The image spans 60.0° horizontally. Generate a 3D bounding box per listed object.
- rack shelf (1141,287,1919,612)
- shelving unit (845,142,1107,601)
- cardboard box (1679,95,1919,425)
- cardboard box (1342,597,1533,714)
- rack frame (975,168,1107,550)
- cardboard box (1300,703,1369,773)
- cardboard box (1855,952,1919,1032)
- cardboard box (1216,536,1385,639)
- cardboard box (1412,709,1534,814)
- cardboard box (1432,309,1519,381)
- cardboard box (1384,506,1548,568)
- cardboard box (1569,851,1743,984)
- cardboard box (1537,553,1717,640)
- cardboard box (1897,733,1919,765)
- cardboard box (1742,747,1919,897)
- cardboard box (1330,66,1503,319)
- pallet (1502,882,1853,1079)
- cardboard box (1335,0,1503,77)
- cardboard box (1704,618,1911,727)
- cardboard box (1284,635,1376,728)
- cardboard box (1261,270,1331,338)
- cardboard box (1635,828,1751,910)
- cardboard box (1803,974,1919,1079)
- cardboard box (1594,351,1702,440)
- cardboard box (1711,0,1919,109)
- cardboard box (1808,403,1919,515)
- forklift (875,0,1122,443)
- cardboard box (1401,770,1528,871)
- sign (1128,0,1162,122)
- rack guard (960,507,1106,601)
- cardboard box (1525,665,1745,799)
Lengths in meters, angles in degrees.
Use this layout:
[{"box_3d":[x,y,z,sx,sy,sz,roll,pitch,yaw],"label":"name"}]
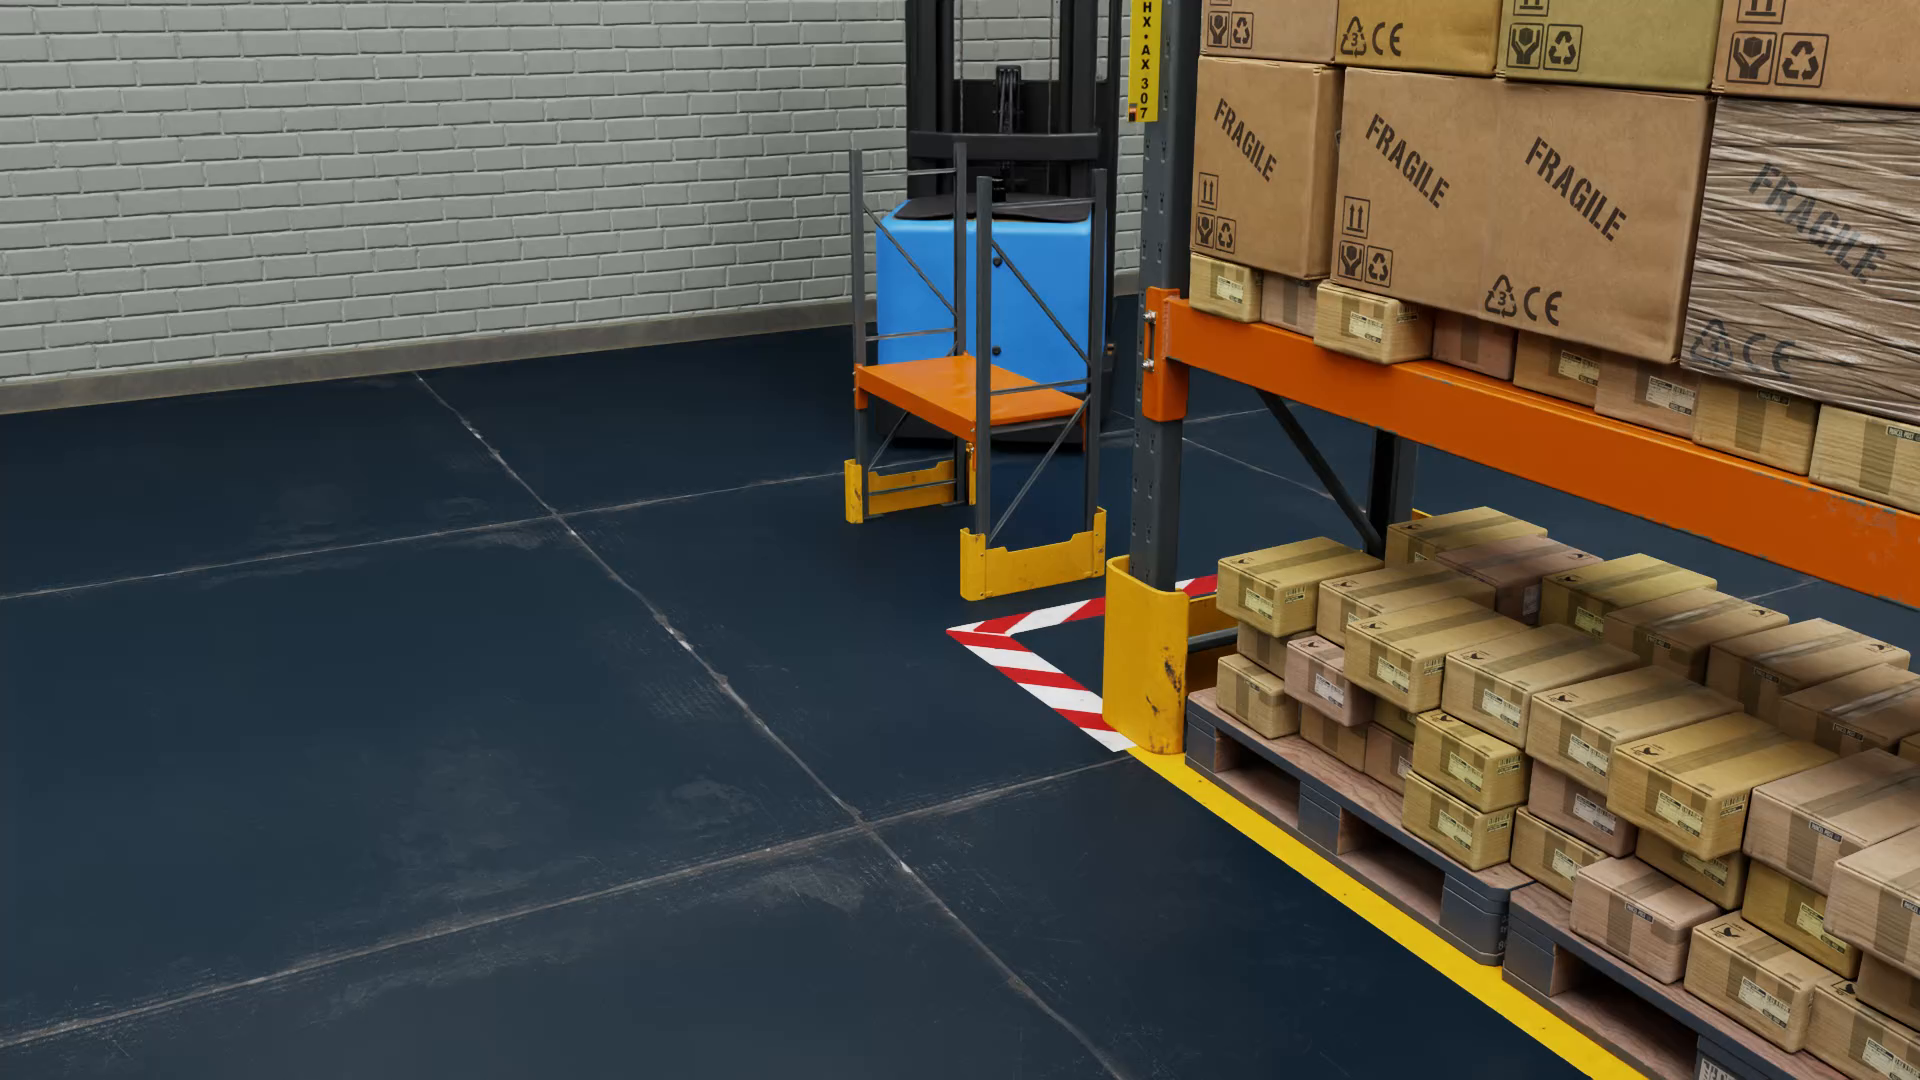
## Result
[{"box_3d":[1.918,-0.033,3.233,1.077,0.370,4.000,-10,21,-27],"label":"rack shelf"},{"box_3d":[0.036,-0.687,6.323,0.587,1.500,1.083,-10,21,-27],"label":"shelving unit"},{"box_3d":[1.684,-0.526,2.949,0.500,0.500,0.500,-11,22,-28],"label":"cardboard box"},{"box_3d":[1.162,0.276,4.048,0.380,0.149,0.250,-10,21,-27],"label":"cardboard box"},{"box_3d":[0.282,-0.539,5.893,0.500,1.500,0.032,-10,21,-27],"label":"rack frame"},{"box_3d":[1.132,0.464,4.415,0.380,0.149,0.250,-10,21,-27],"label":"cardboard box"},{"box_3d":[1.876,0.781,3.041,0.380,0.149,0.250,-11,22,-29],"label":"cardboard box"},{"box_3d":[0.918,0.123,4.490,0.380,0.149,0.250,-11,22,-29],"label":"cardboard box"},{"box_3d":[1.292,0.485,3.897,0.380,0.149,0.250,-9,21,-25],"label":"cardboard box"},{"box_3d":[1.315,-0.480,3.808,0.380,0.149,0.250,-9,21,-24],"label":"cardboard box"},{"box_3d":[1.443,0.033,4.752,0.380,0.149,0.250,-10,21,-26],"label":"cardboard box"},{"box_3d":[1.528,0.768,3.534,0.380,0.149,0.250,-11,22,-29],"label":"cardboard box"},{"box_3d":[1.746,0.169,4.359,0.380,0.149,0.250,-11,22,-28],"label":"cardboard box"},{"box_3d":[2.167,0.485,3.442,0.380,0.149,0.250,-10,21,-26],"label":"cardboard box"},{"box_3d":[1.764,0.555,3.238,0.380,0.149,0.250,-10,21,-27],"label":"cardboard box"},{"box_3d":[1.215,-0.814,3.783,0.500,0.500,0.500,-10,21,-27],"label":"cardboard box"},{"box_3d":[1.935,0.981,3.465,1.003,0.211,1.213,-10,21,-27],"label":"pallet"},{"box_3d":[1.193,-1.294,3.642,0.500,0.500,0.500,-9,21,-25],"label":"cardboard box"},{"box_3d":[1.990,0.321,3.916,0.380,0.149,0.250,-9,21,-25],"label":"cardboard box"},{"box_3d":[1.072,0.338,4.323,0.380,0.149,0.250,-10,21,-27],"label":"cardboard box"},{"box_3d":[0.991,-0.618,4.210,0.380,0.149,0.250,-9,21,-25],"label":"cardboard box"},{"box_3d":[1.667,0.618,3.512,0.380,0.149,0.250,-9,21,-24],"label":"cardboard box"},{"box_3d":[1.826,0.908,3.130,0.380,0.149,0.250,-10,21,-26],"label":"cardboard box"},{"box_3d":[1.515,-0.323,3.354,0.380,0.149,0.250,-10,22,-28],"label":"cardboard box"},{"box_3d":[1.666,-0.996,2.777,0.500,0.500,0.500,-11,22,-28],"label":"cardboard box"},{"box_3d":[1.721,-0.164,2.893,0.380,0.149,0.250,-10,21,-26],"label":"cardboard box"},{"box_3d":[0.300,-2.273,8.724,1.130,2.935,3.031,2,19,7],"label":"forklift"},{"box_3d":[1.281,0.625,3.950,0.380,0.149,0.250,-10,21,-26],"label":"cardboard box"},{"box_3d":[0.491,-1.273,4.394,0.100,0.325,0.005,-10,21,-27],"label":"sign"},{"box_3d":[0.273,0.047,6.113,0.587,0.250,0.087,-10,21,-27],"label":"rack guard"},{"box_3d":[1.476,0.415,3.644,0.380,0.149,0.250,-9,21,-25],"label":"cardboard box"}]
